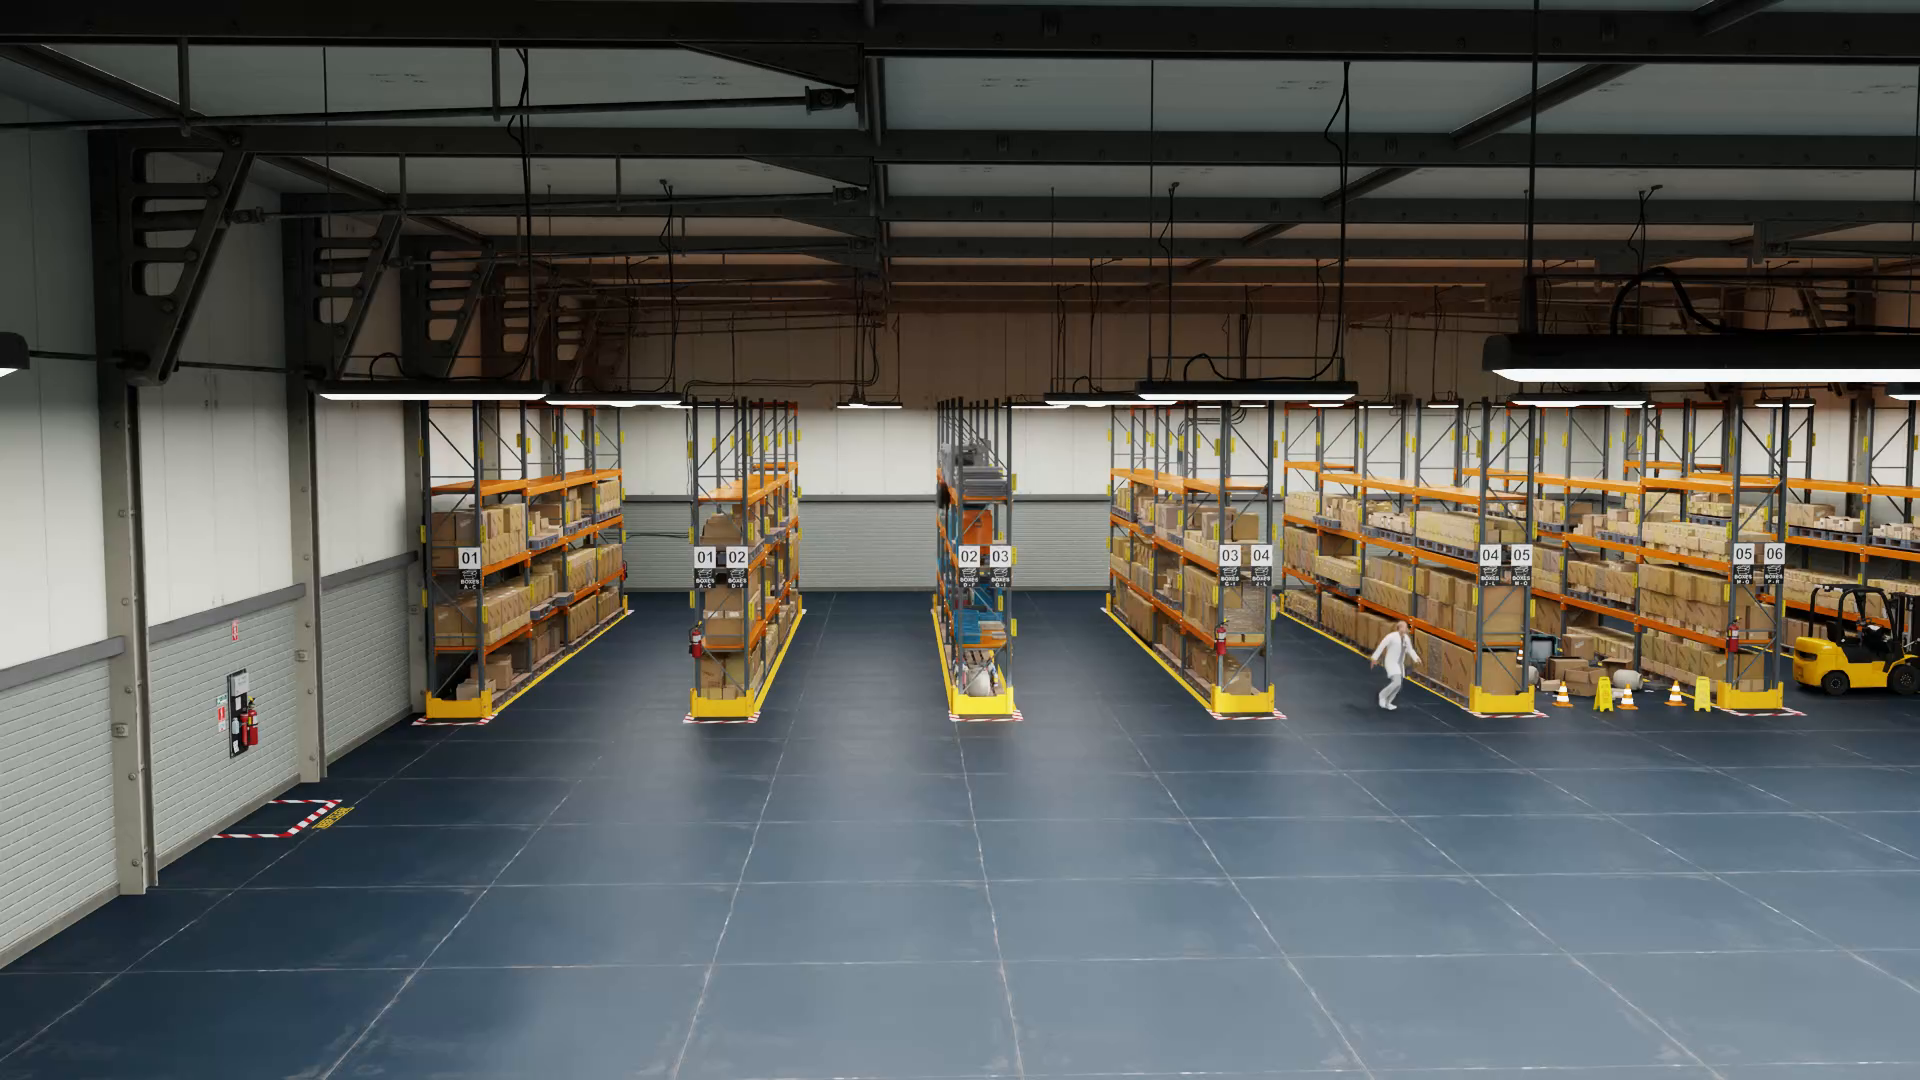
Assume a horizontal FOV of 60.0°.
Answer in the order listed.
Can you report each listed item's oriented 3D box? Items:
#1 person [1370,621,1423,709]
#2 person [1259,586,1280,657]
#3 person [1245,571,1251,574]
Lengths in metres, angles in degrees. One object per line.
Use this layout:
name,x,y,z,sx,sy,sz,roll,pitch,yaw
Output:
person,8.366,2.395,31.760,0.715,1.721,0.816,-3,5,-36
person,7.156,1.868,38.865,0.626,1.709,0.717,-1,5,-18
person,8.024,1.162,47.789,0.710,1.793,0.685,2,5,23
